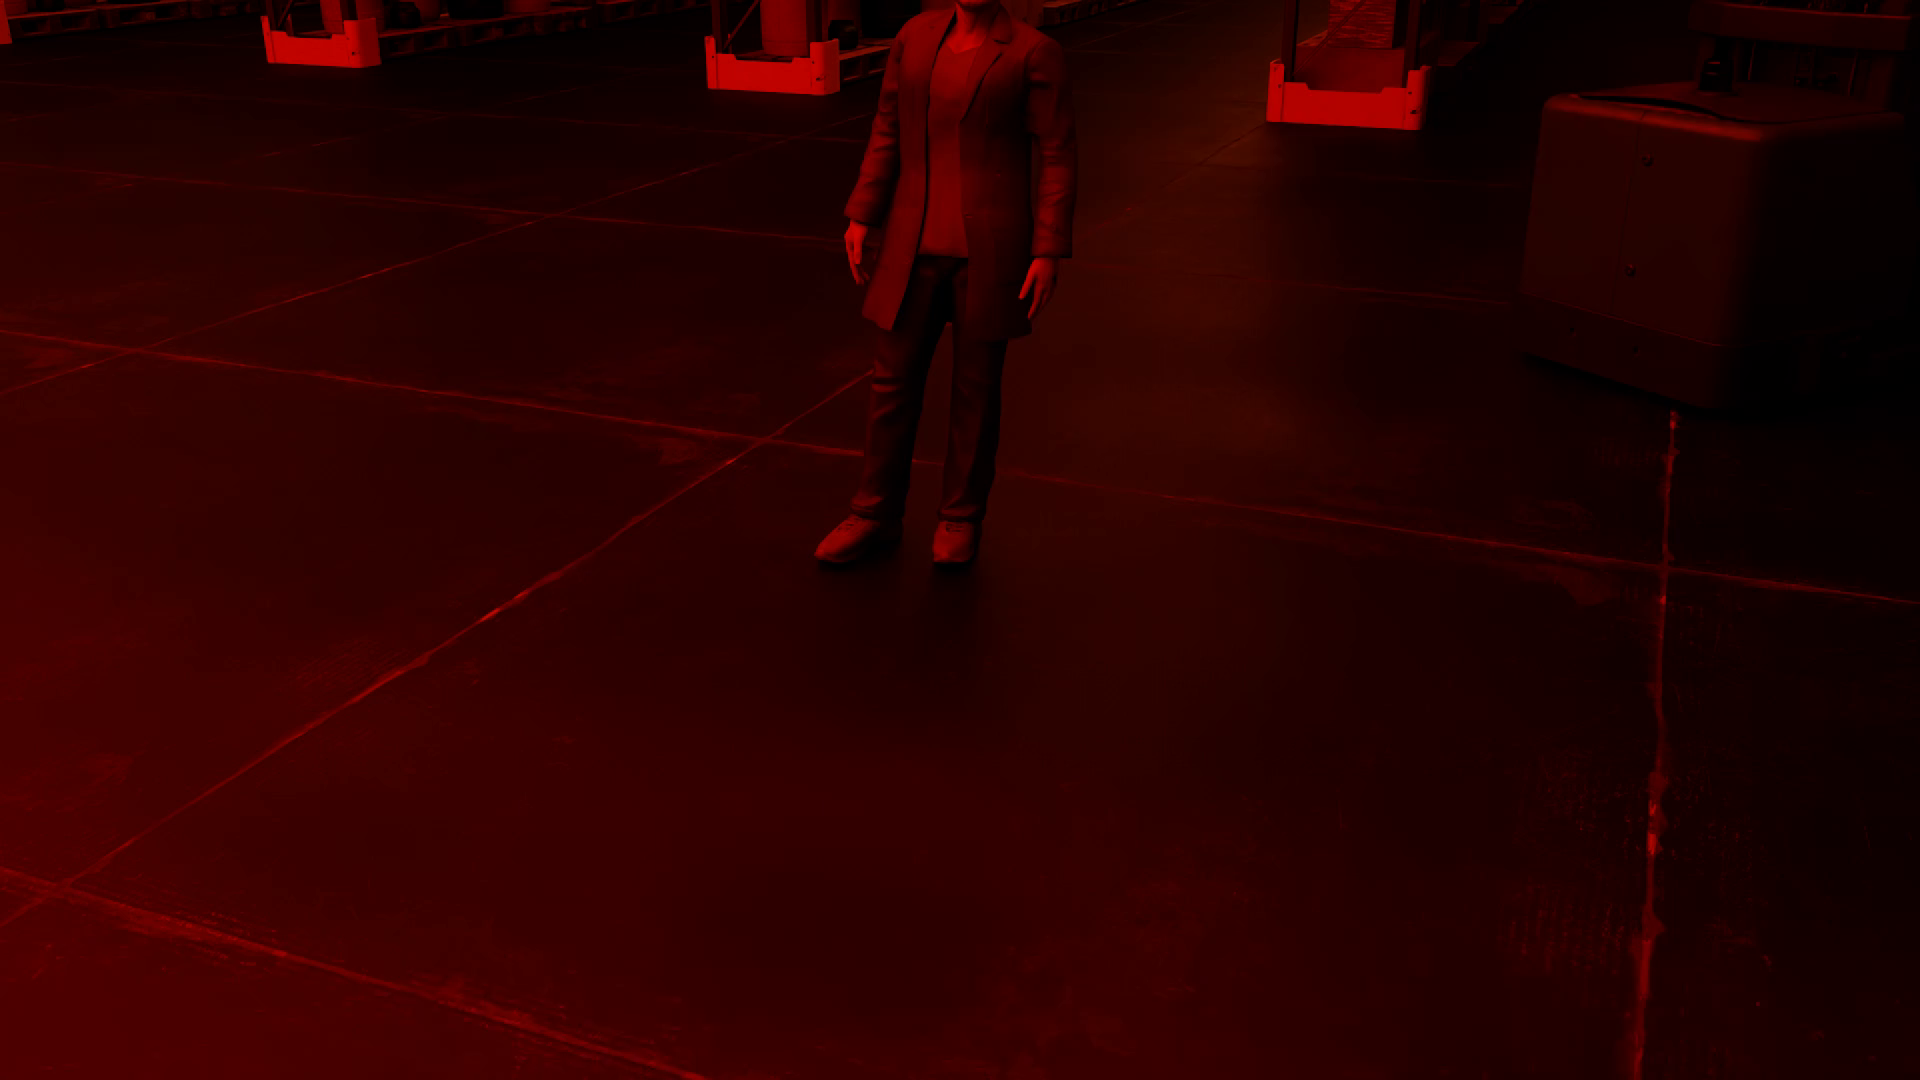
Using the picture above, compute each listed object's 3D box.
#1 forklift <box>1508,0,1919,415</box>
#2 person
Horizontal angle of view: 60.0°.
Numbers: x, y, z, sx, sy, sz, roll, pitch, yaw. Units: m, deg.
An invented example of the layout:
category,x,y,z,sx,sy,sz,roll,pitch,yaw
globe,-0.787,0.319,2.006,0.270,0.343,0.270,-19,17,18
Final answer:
category,x,y,z,sx,sy,sz,roll,pitch,yaw
forklift,3.781,-2.210,6.580,3.031,2.935,1.130,-12,26,-27
person,-0.039,-0.795,4.672,0.696,1.776,0.582,9,24,21
